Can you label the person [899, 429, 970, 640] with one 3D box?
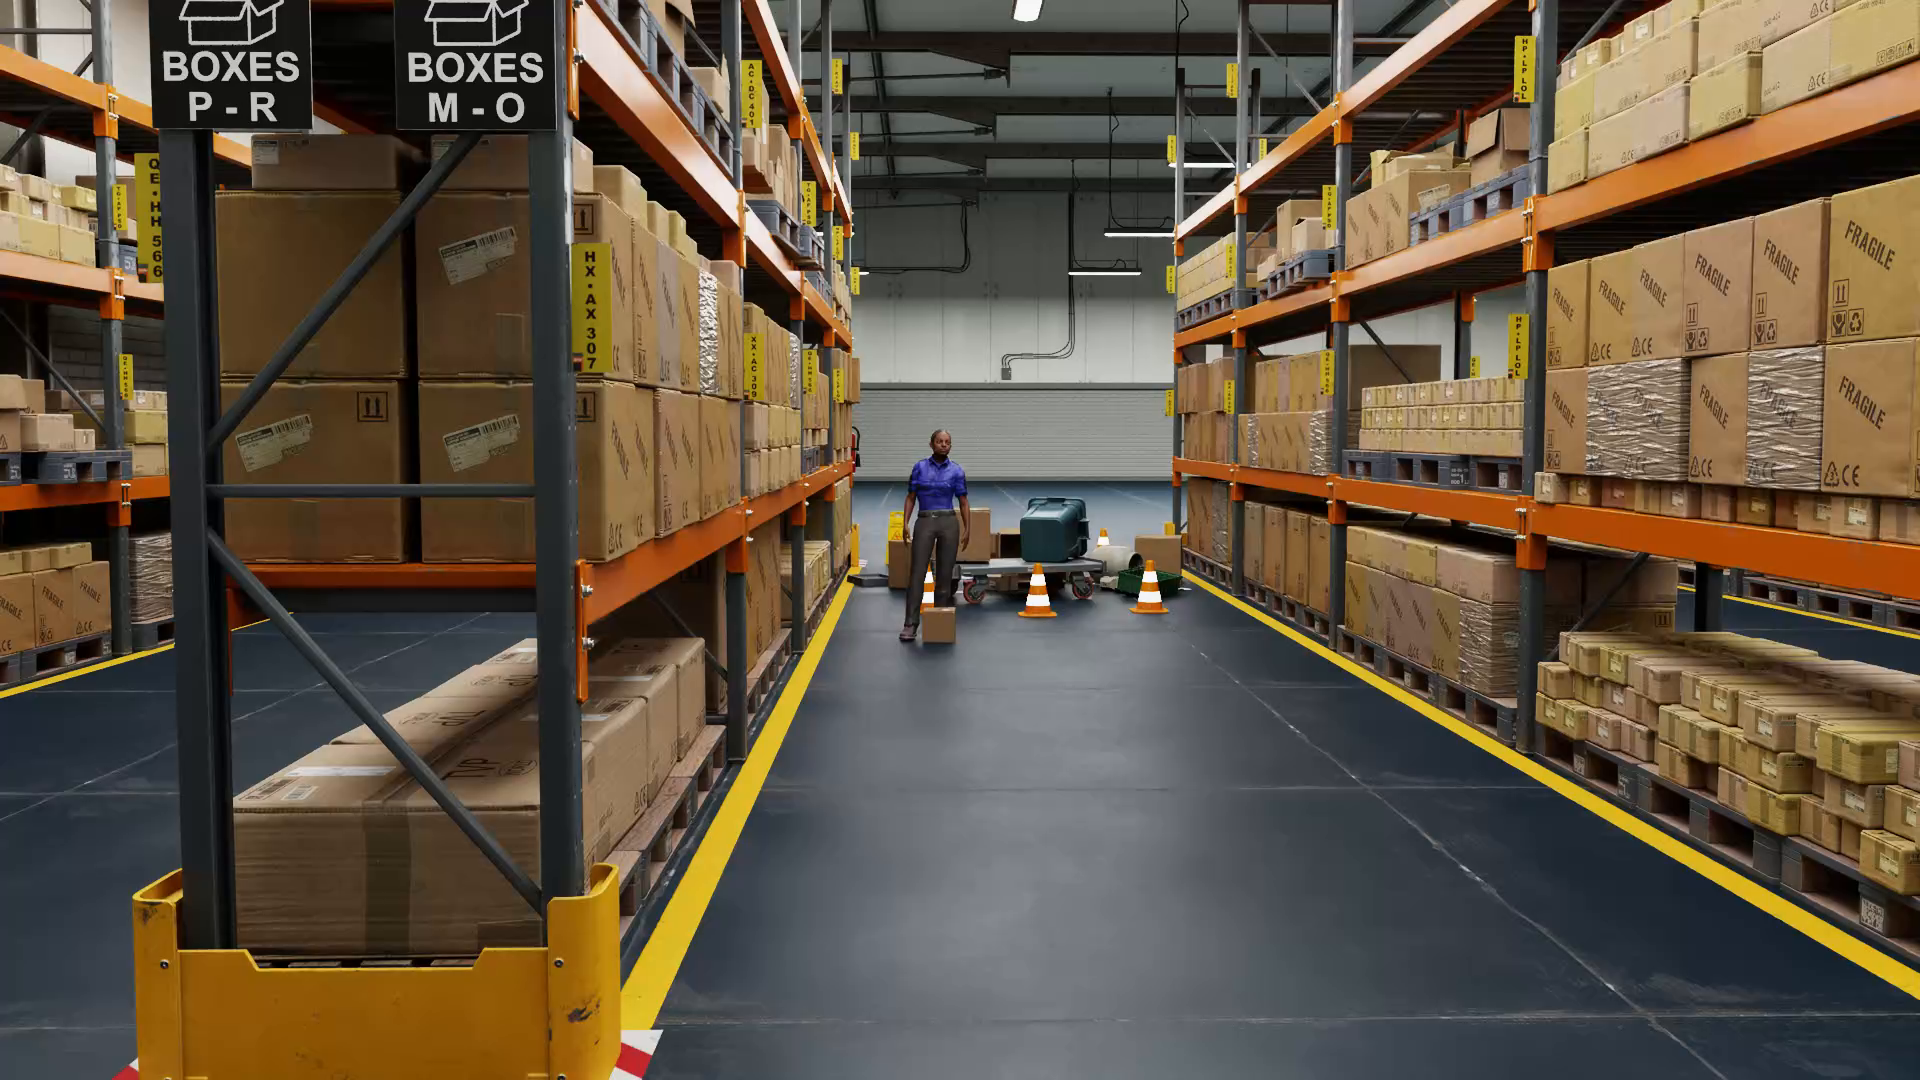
[{"bbox_3d":[-0.201,-0.053,13.203,0.569,1.654,0.504,0,4,-1],"label":"person"}]
